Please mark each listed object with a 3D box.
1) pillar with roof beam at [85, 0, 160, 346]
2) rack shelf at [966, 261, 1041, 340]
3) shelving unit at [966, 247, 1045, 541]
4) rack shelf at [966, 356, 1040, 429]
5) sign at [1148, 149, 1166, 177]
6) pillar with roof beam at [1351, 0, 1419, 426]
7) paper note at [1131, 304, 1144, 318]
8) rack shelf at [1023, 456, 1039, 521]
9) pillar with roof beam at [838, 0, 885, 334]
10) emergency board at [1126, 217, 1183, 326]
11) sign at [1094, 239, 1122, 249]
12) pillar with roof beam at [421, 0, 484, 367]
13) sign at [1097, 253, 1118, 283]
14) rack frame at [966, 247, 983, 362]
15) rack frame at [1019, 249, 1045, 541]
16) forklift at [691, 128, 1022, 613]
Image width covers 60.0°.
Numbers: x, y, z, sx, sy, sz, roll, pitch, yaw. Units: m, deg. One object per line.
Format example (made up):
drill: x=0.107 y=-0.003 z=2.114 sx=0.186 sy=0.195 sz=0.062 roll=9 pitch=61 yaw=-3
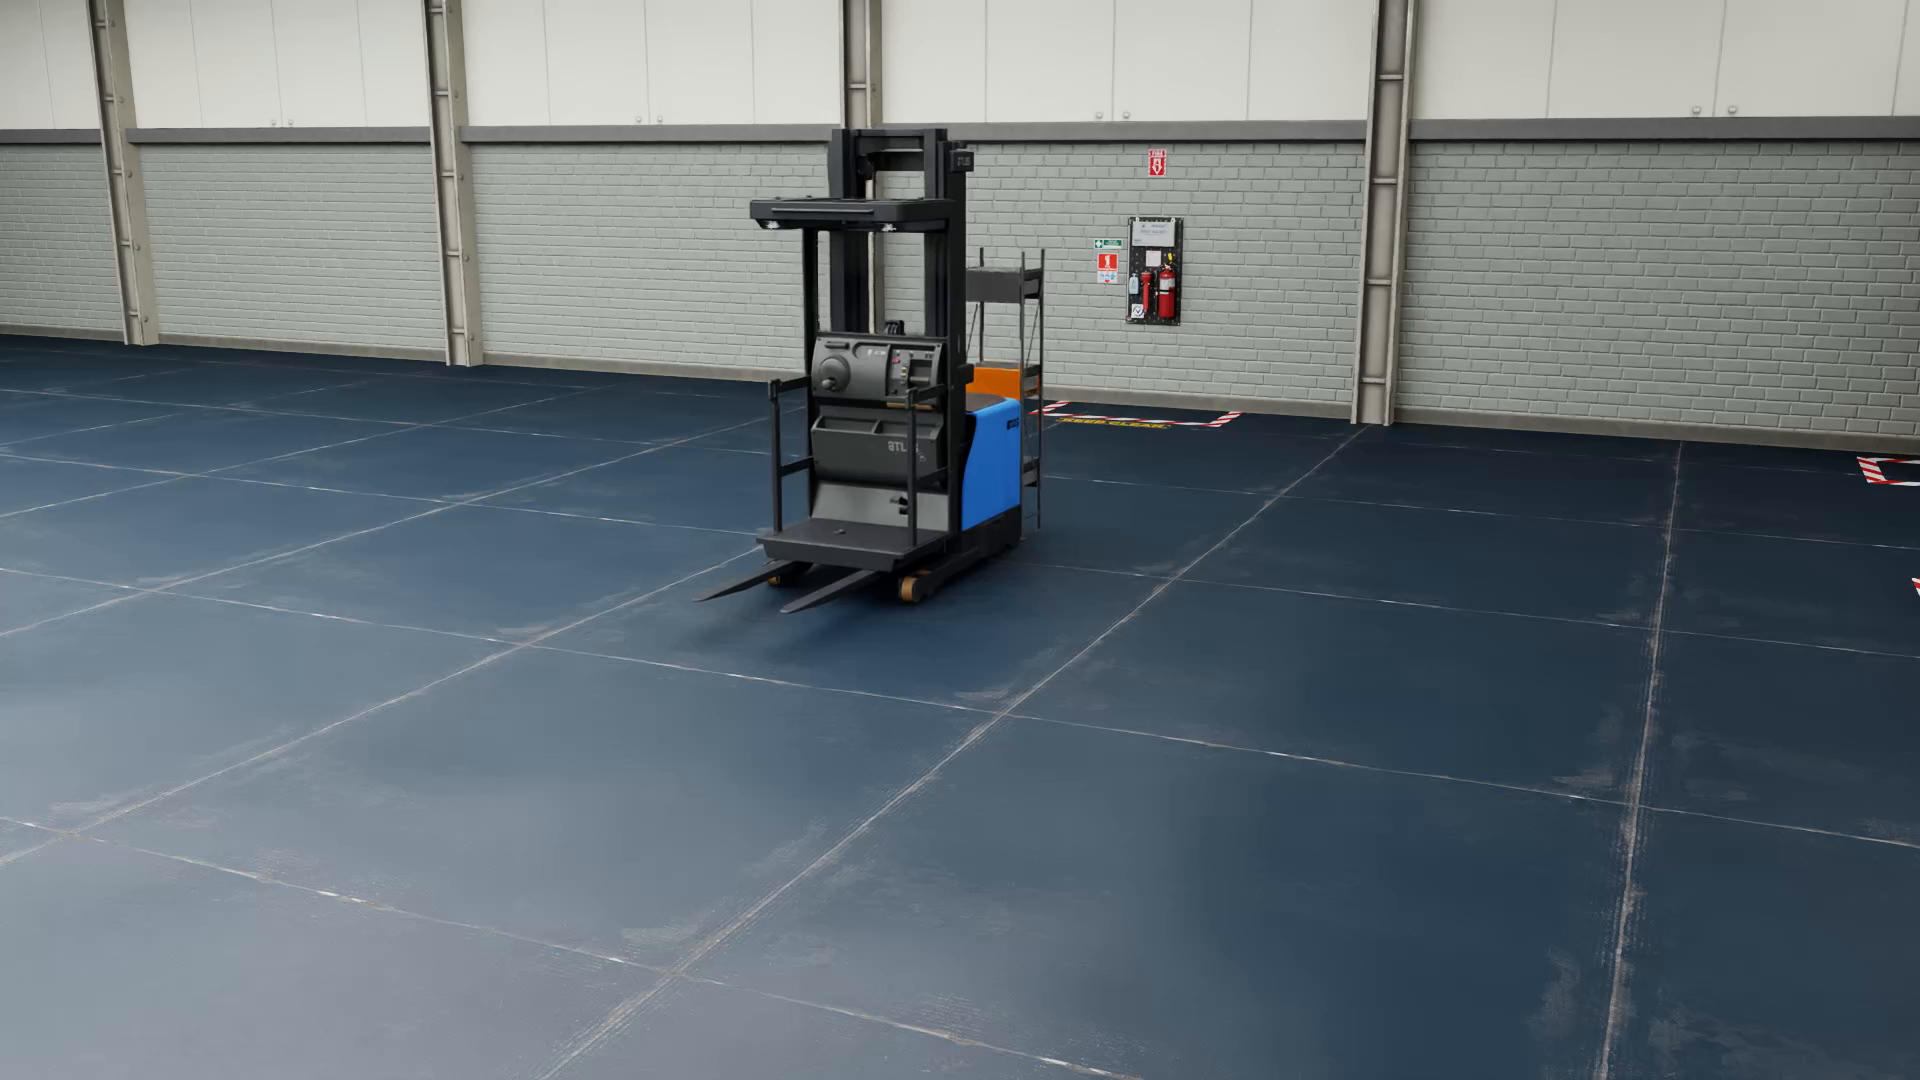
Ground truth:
pillar with roof beam: x=-13.851 y=-6.388 z=19.778 sx=0.400 sy=9.000 sz=9.100 roll=6 pitch=14 yaw=23
rack shelf: x=0.303 y=-1.748 z=12.102 sx=0.480 sy=0.518 sz=0.431 roll=6 pitch=15 yaw=24
shelving unit: x=0.303 y=-1.079 z=12.259 sx=0.503 sy=2.100 sz=0.431 roll=6 pitch=15 yaw=24
rack shelf: x=0.303 y=-1.066 z=12.262 sx=0.480 sy=0.518 sz=0.431 roll=6 pitch=15 yaw=24
sign: x=2.139 y=-4.087 z=18.033 sx=0.199 sy=0.298 sz=0.001 roll=6 pitch=14 yaw=23
pillar with roof beam: x=2.606 y=-4.722 z=12.680 sx=0.400 sy=9.000 sz=9.100 roll=6 pitch=14 yaw=23
paper note: x=1.972 y=-2.539 z=18.438 sx=0.142 sy=0.148 sz=0.016 roll=6 pitch=14 yaw=23
rack shelf: x=0.303 y=-0.385 z=12.422 sx=0.480 sy=0.518 sz=0.431 roll=6 pitch=15 yaw=24
pillar with roof beam: x=-2.880 y=-5.277 z=15.046 sx=0.400 sy=9.000 sz=9.100 roll=6 pitch=14 yaw=23
emergency board: x=2.106 y=-2.937 z=18.206 sx=0.643 sy=1.169 sz=0.194 roll=6 pitch=14 yaw=23
sign: x=1.643 y=-3.283 z=18.441 sx=0.331 sy=0.109 sz=0.001 roll=6 pitch=14 yaw=23
pillar with roof beam: x=-8.365 y=-5.832 z=17.412 sx=0.400 sy=9.000 sz=9.100 roll=6 pitch=14 yaw=23
sign: x=1.642 y=-3.027 z=18.512 sx=0.234 sy=0.329 sz=0.001 roll=6 pitch=14 yaw=23
rack frame: x=0.082 y=-1.103 z=12.360 sx=0.015 sy=2.100 sz=0.400 roll=6 pitch=15 yaw=24
rack frame: x=0.524 y=-1.056 z=12.158 sx=0.015 sy=2.100 sz=0.400 roll=6 pitch=15 yaw=24
forklift: x=-0.636 y=-1.141 z=10.699 sx=1.130 sy=2.935 sz=3.031 roll=6 pitch=15 yaw=24
